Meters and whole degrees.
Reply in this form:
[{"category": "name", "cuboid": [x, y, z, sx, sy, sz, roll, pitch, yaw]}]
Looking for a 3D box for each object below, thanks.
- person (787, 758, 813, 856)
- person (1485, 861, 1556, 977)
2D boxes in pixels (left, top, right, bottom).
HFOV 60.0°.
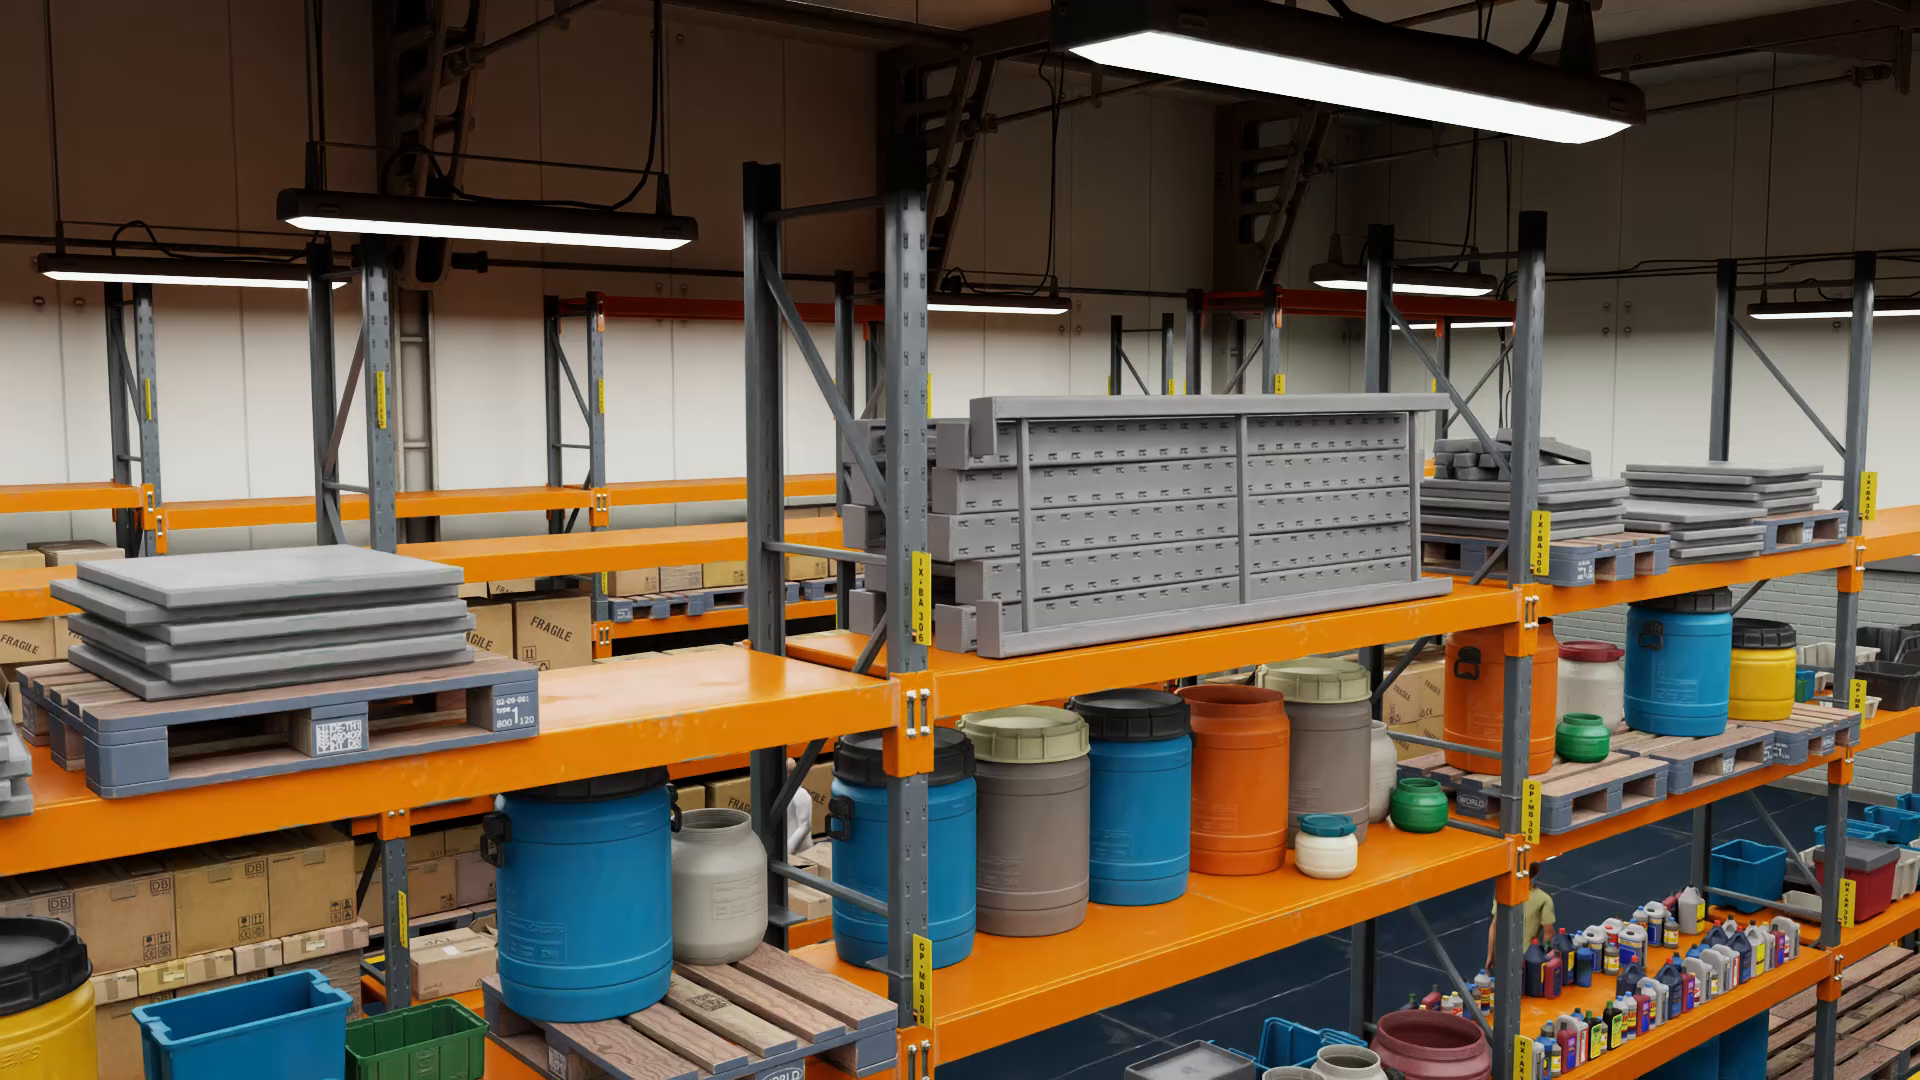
[{"category": "person", "cuboid": [-1.457, 2.849, 15.128, 0.727, 1.755, 0.635, -3, 6, -30]}, {"category": "person", "cuboid": [4.157, 3.175, 12.381, 0.457, 1.714, 0.595, 5, 7, 42]}]
